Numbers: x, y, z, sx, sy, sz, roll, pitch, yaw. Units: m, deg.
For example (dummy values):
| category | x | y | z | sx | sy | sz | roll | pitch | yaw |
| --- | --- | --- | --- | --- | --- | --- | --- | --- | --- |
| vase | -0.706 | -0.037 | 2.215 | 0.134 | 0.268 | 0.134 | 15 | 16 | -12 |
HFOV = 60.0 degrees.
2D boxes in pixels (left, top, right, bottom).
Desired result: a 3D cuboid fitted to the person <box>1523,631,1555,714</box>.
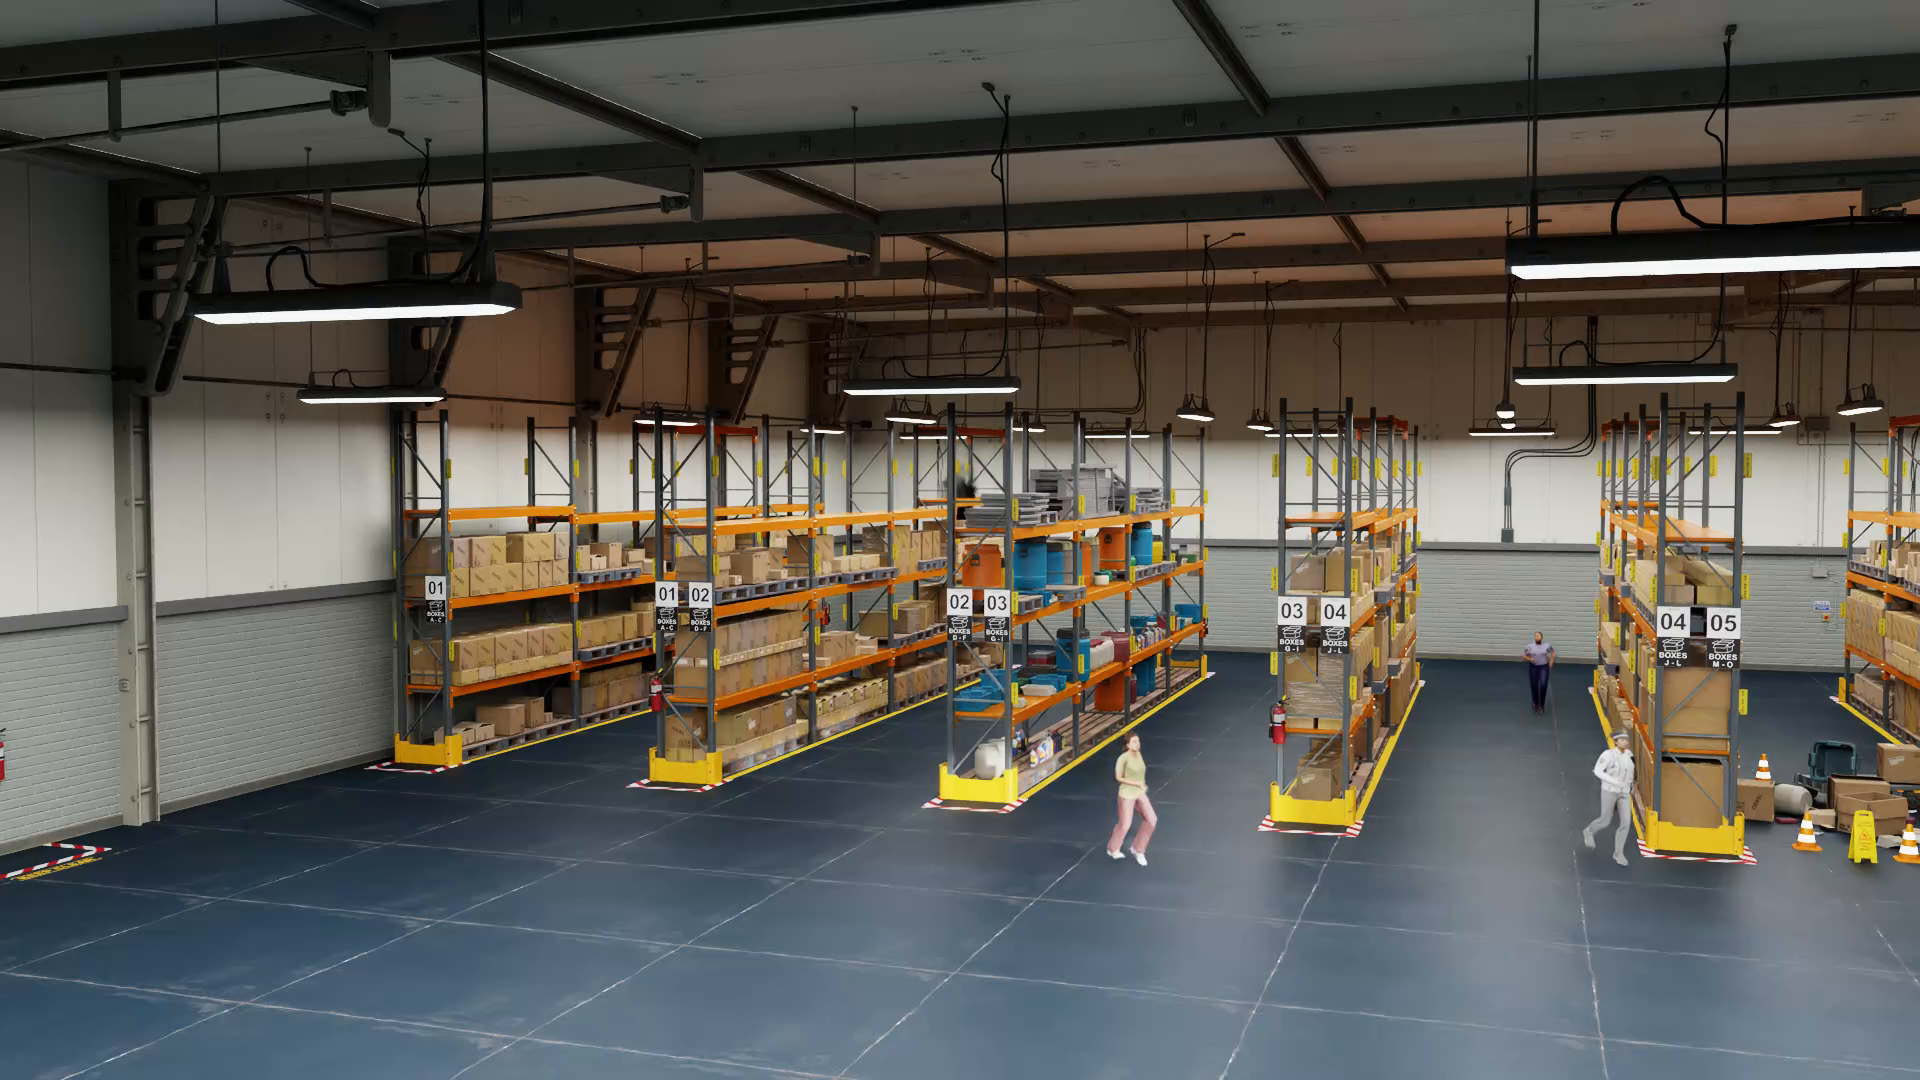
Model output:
| category | x | y | z | sx | sy | sz | roll | pitch | yaw |
| --- | --- | --- | --- | --- | --- | --- | --- | --- | --- |
| person | 11.927 | 2.726 | 34.283 | 0.608 | 1.701 | 0.759 | 1 | 3 | 25 |

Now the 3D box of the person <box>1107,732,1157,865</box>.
| category | x | y | z | sx | sy | sz | roll | pitch | yaw |
| --- | --- | --- | --- | --- | --- | --- | --- | --- | --- |
| person | 2.165 | 3.273 | 21.090 | 0.534 | 1.685 | 0.702 | -2 | 3 | -37 |

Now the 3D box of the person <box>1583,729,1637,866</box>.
| category | x | y | z | sx | sy | sz | roll | pitch | yaw |
| --- | --- | --- | --- | --- | --- | --- | --- | --- | --- |
| person | 8.415 | 3.252 | 21.361 | 0.638 | 1.703 | 0.825 | 0 | 2 | -11 |
